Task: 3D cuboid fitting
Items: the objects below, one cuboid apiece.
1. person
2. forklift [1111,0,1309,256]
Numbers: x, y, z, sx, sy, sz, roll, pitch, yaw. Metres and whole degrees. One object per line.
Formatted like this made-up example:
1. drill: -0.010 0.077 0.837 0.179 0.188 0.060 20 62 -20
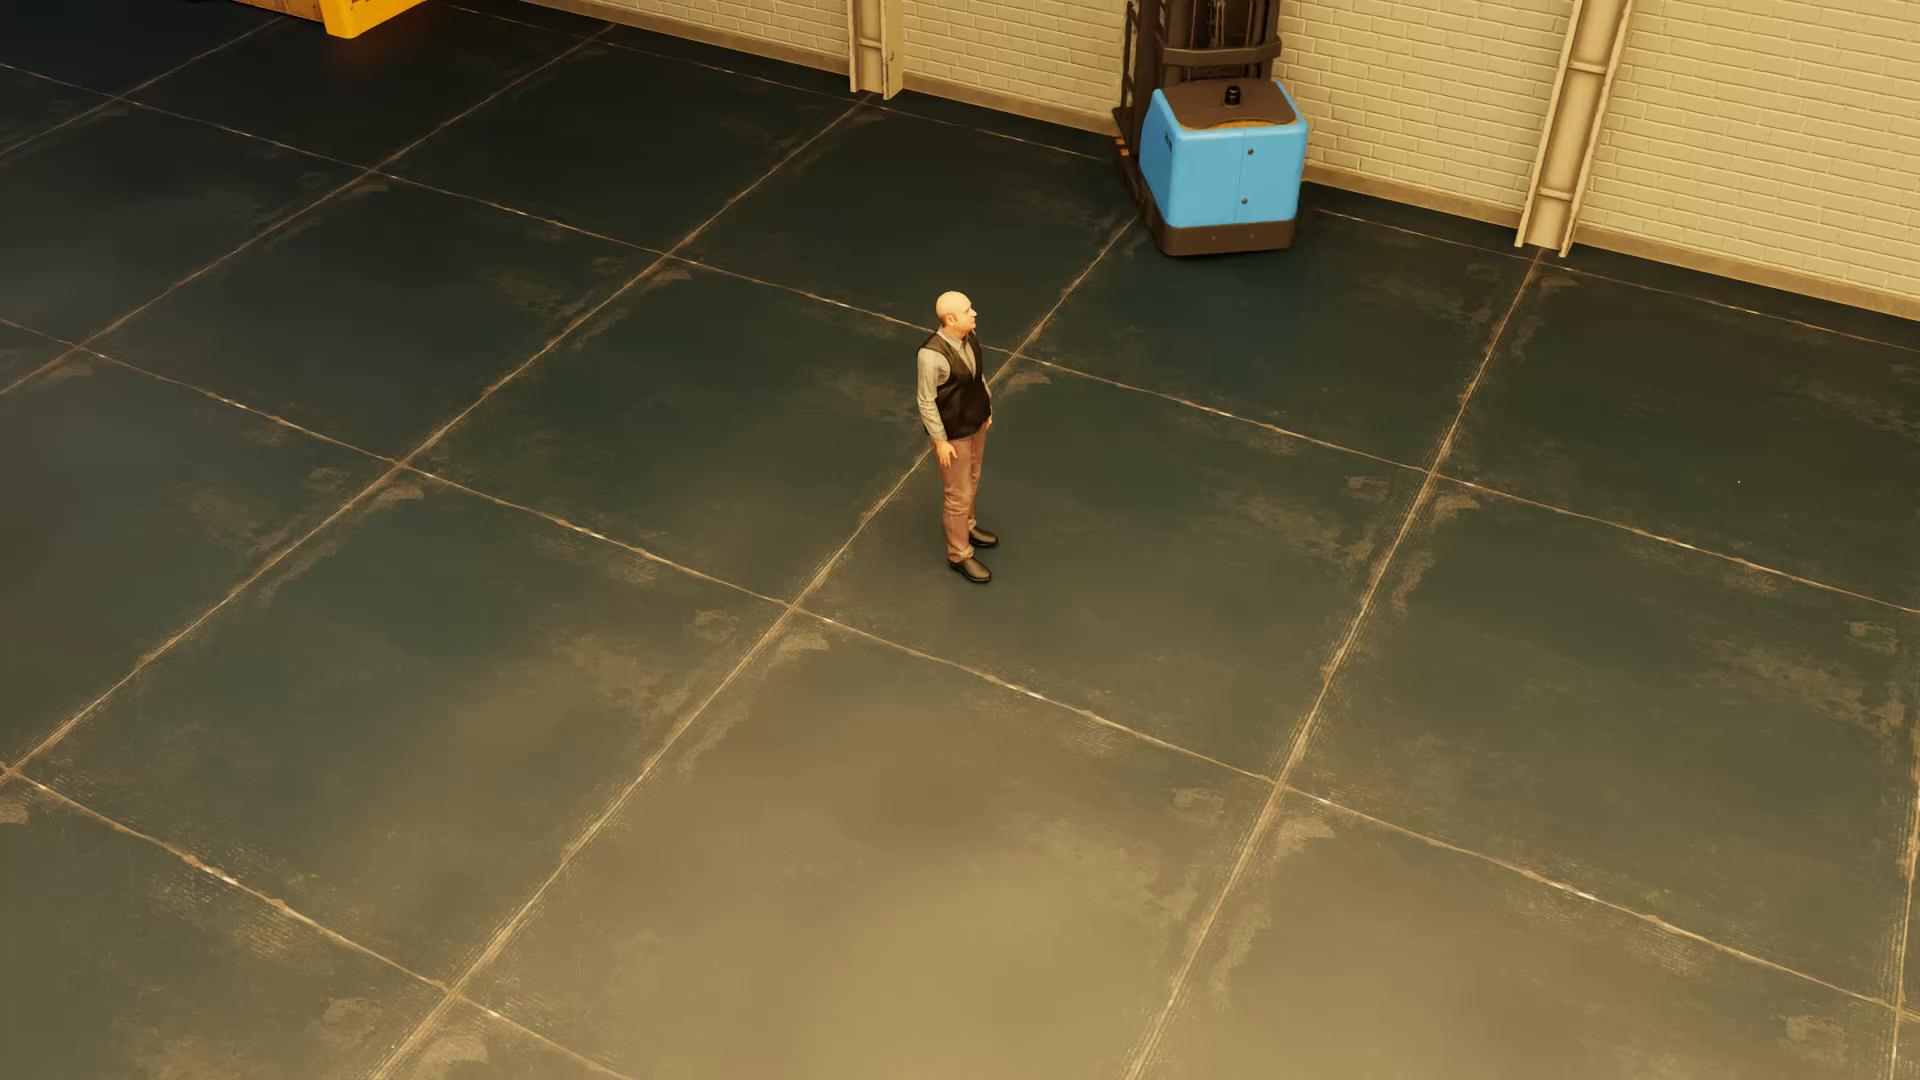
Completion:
1. person: 0.051 -0.641 9.675 0.568 1.720 0.632 18 43 21
2. forklift: 1.885 -4.243 13.024 1.130 2.935 3.031 -5 40 -6
